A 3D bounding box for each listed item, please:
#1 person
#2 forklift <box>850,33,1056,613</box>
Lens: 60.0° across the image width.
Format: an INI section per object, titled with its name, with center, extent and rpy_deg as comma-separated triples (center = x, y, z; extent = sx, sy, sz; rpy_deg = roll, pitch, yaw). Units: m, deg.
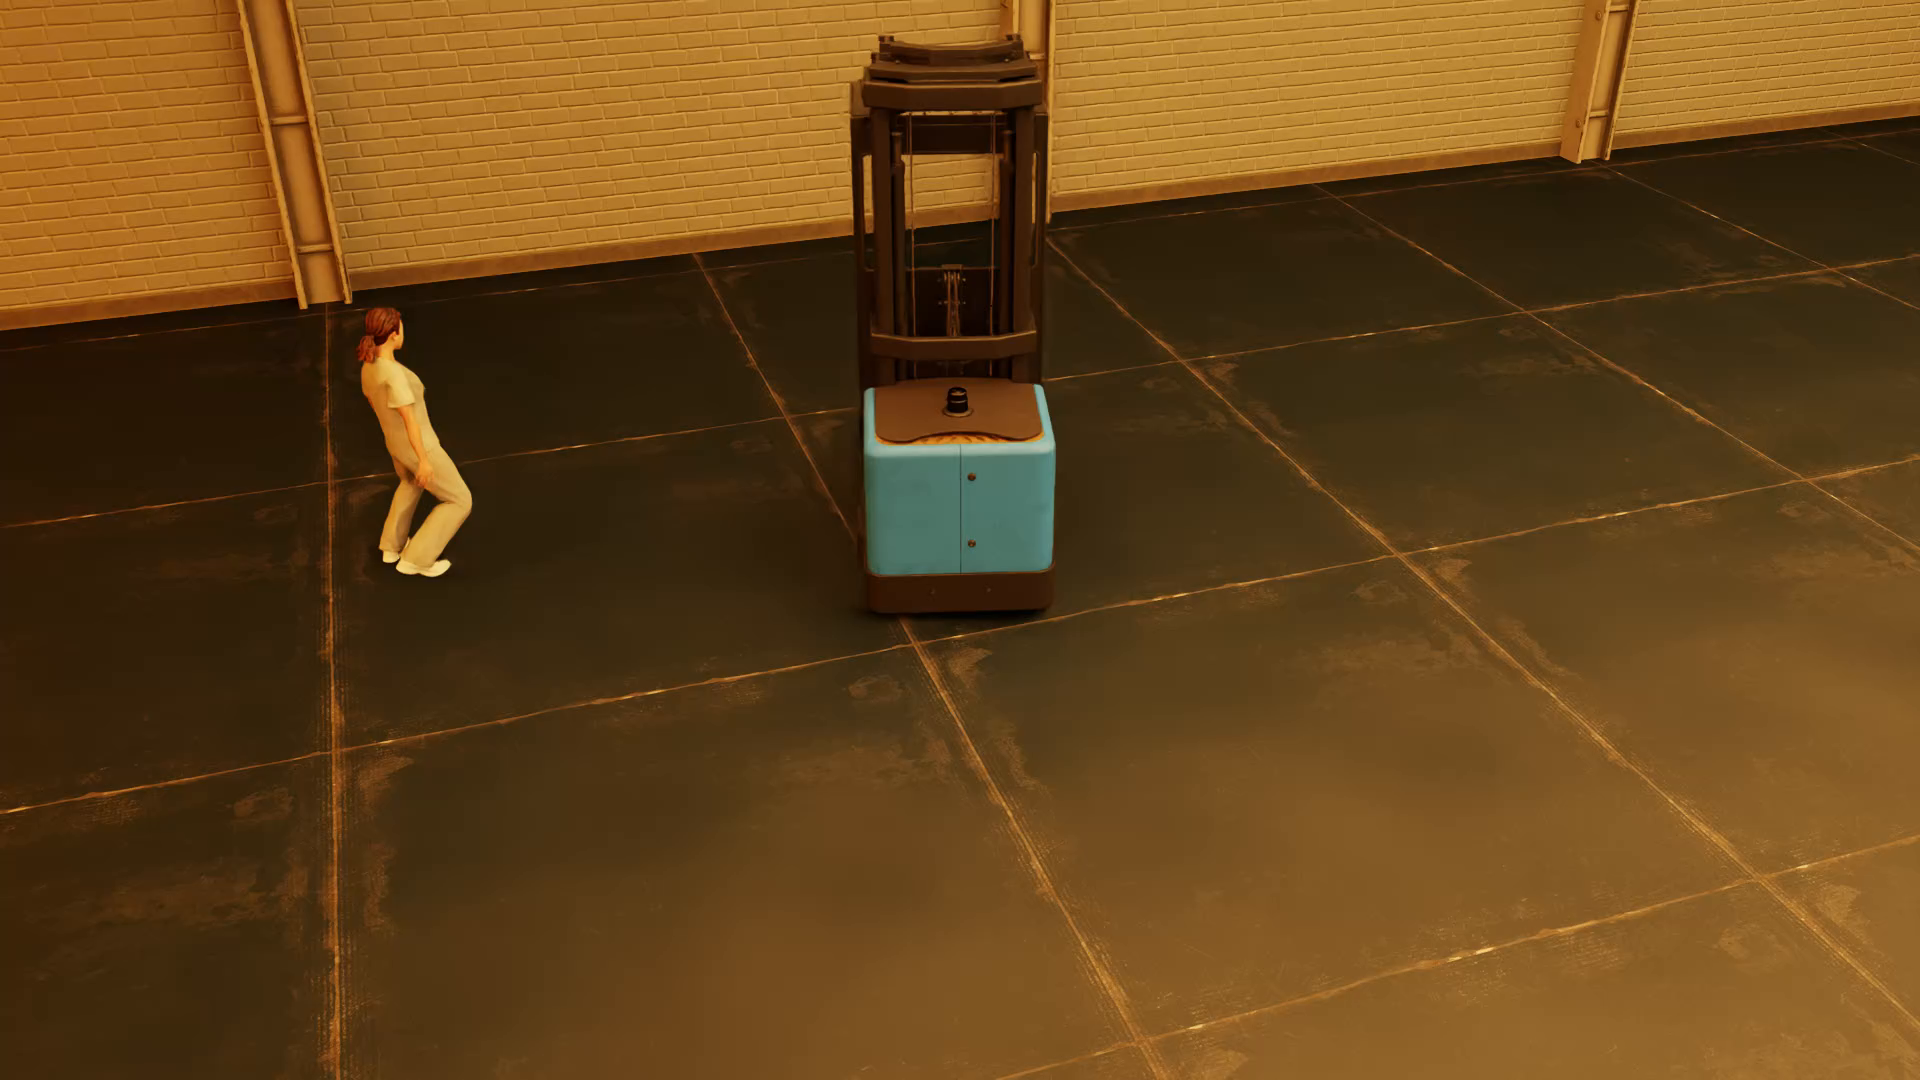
[person]
center = -3.113, -0.535, 9.374
extent = 0.490, 1.590, 0.790
rpy_deg = -21, 36, -32
[forklift]
center = -0.072, -1.567, 9.811
extent = 1.130, 2.935, 3.031
rpy_deg = -1, 30, -3
